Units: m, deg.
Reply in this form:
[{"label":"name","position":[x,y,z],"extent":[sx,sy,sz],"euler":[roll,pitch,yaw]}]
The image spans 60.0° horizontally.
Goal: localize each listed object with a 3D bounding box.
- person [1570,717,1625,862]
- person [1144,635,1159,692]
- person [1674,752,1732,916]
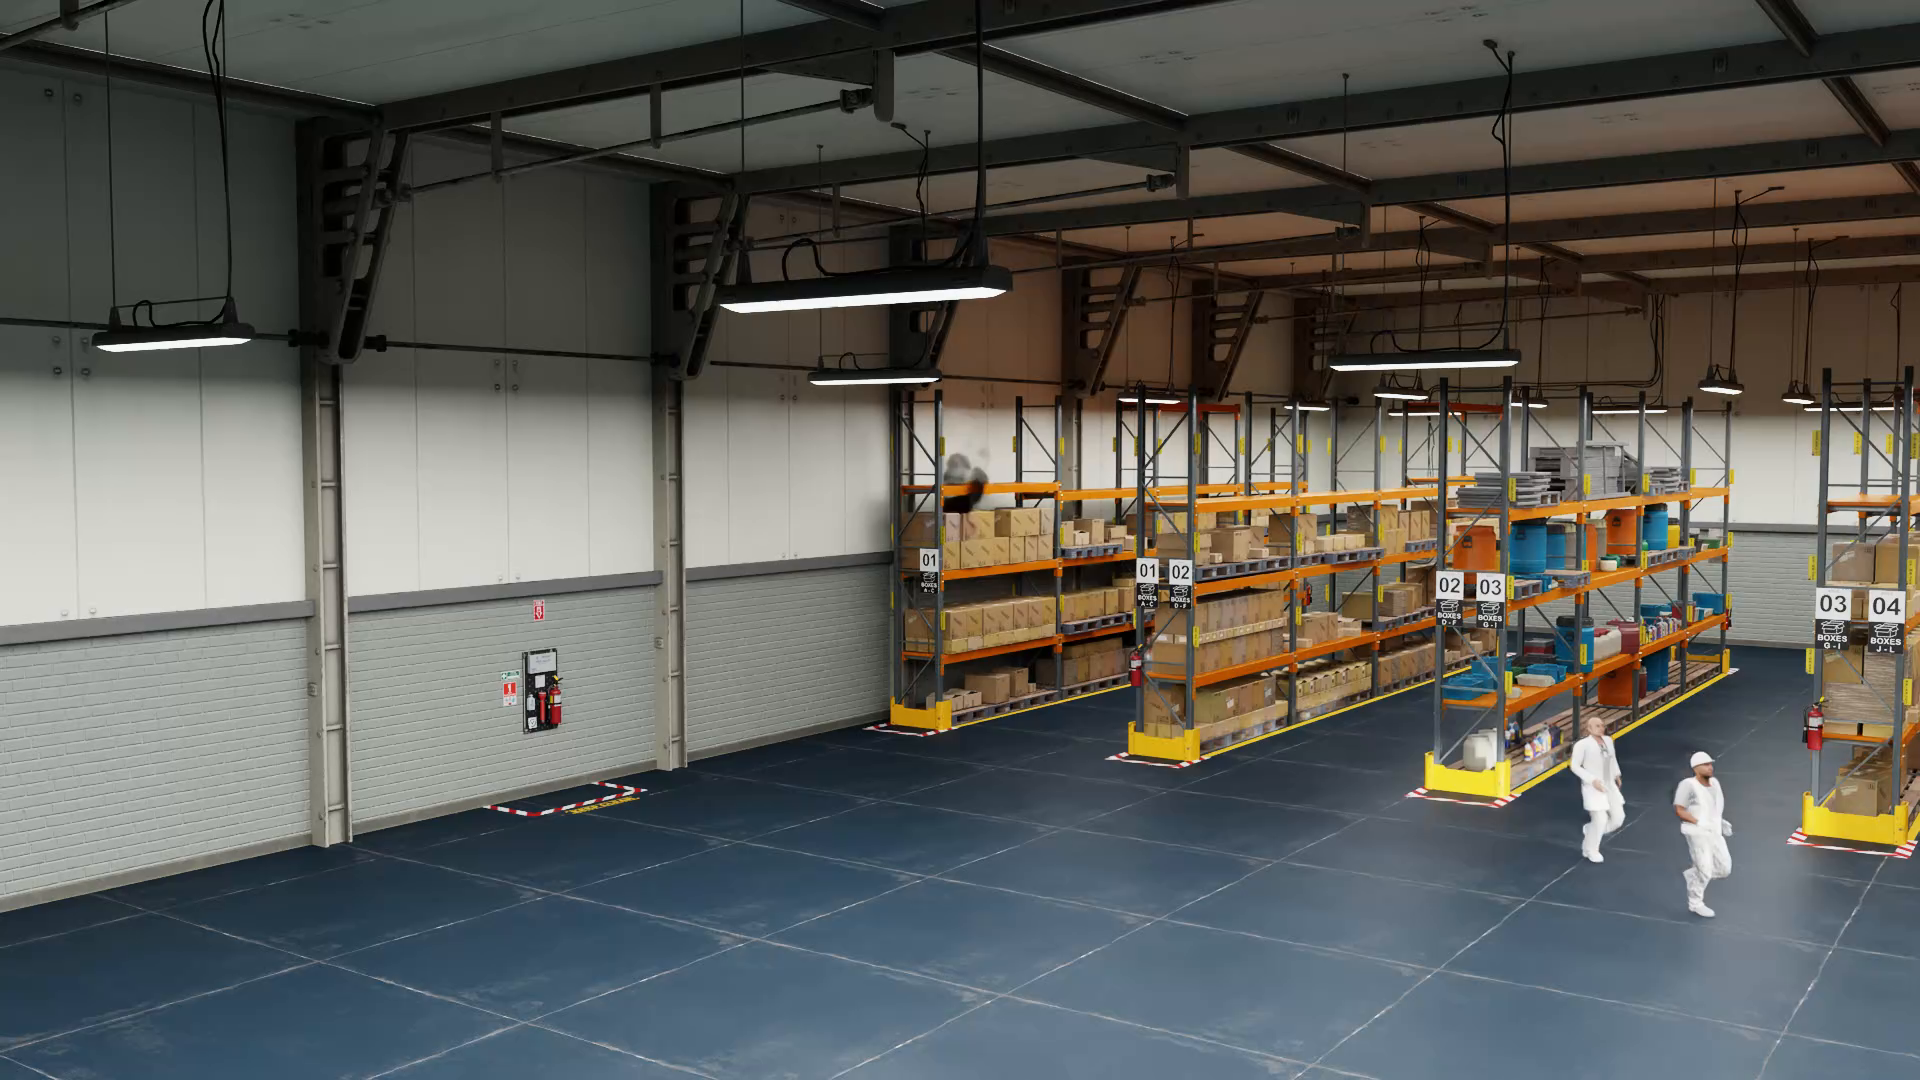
[{"label":"person","position":[7.720,3.007,20.082],"extent":[0.718,1.739,0.568],"euler":[-1,3,-20]},{"label":"person","position":[3.444,2.518,30.296],"extent":[0.543,1.567,0.521],"euler":[1,4,25]},{"label":"person","position":[7.950,3.136,17.797],"extent":[0.685,1.736,0.597],"euler":[-2,4,-26]}]
